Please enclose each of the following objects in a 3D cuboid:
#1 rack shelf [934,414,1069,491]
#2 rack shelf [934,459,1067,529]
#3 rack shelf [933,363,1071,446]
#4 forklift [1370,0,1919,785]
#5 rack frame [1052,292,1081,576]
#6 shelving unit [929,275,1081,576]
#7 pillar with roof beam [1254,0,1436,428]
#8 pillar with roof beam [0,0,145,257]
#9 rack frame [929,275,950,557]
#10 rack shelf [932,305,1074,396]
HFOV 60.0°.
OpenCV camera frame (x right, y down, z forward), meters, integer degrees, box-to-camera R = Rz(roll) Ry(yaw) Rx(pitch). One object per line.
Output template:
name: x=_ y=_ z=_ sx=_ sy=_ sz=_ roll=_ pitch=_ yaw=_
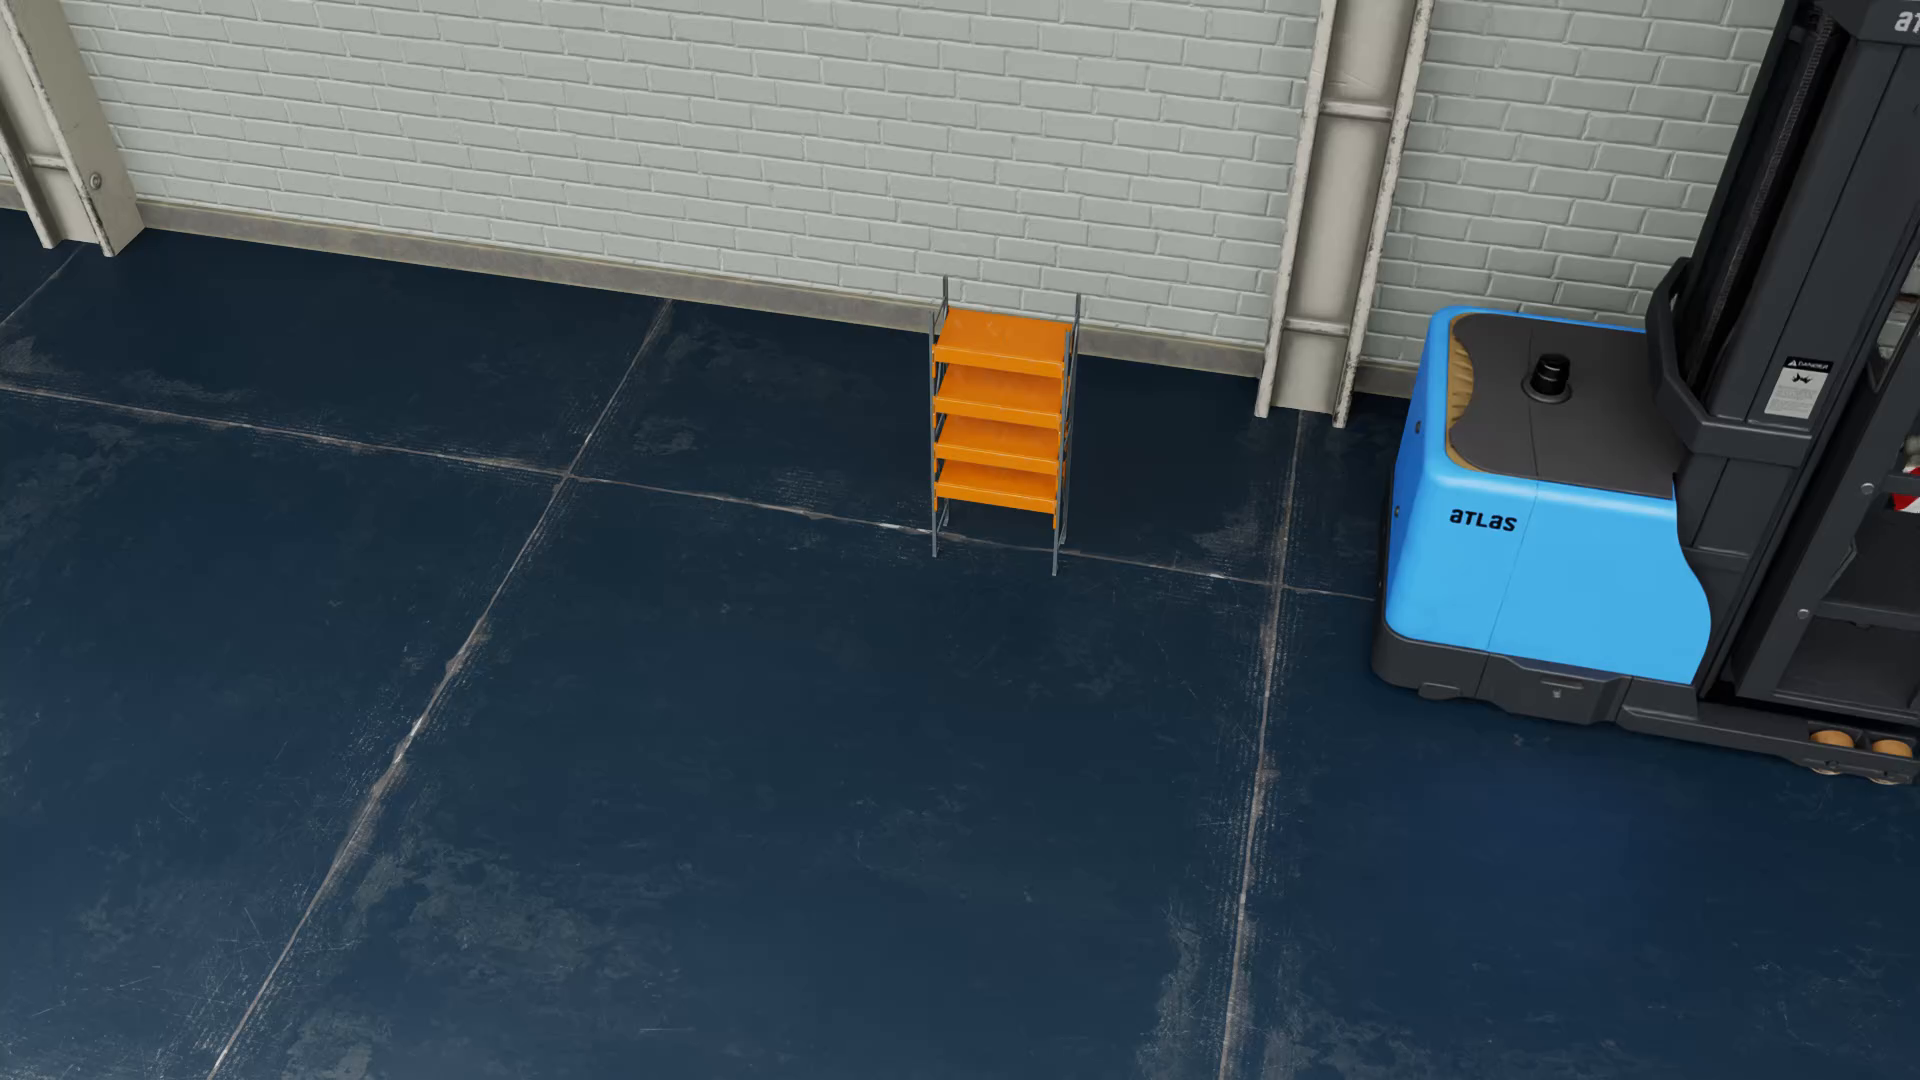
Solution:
rack shelf: x=0.162 y=-0.359 z=6.355 sx=0.480 sy=0.148 sz=0.258 roll=9 pitch=45 yaw=9
rack shelf: x=0.162 y=-0.216 z=6.492 sx=0.480 sy=0.148 sz=0.258 roll=9 pitch=45 yaw=9
rack shelf: x=0.162 y=-0.520 z=6.199 sx=0.480 sy=0.148 sz=0.258 roll=9 pitch=45 yaw=9
forklift: x=3.096 y=-0.603 z=5.263 sx=3.031 sy=2.935 sz=1.130 roll=9 pitch=45 yaw=9
rack frame: x=0.400 y=-0.370 z=6.269 sx=0.015 sy=1.200 sz=0.240 roll=9 pitch=45 yaw=9
shelving unit: x=0.162 y=-0.407 z=6.308 sx=0.503 sy=1.200 sz=0.258 roll=9 pitch=45 yaw=9
pillar with roof beam: x=0.582 y=-0.949 z=1.247 sx=0.400 sy=9.000 sz=9.100 roll=9 pitch=45 yaw=9
pillar with roof beam: x=-5.273 y=-1.858 z=2.191 sx=0.400 sy=9.000 sz=9.100 roll=9 pitch=45 yaw=9
rack frame: x=-0.077 y=-0.444 z=6.346 sx=0.015 sy=1.200 sz=0.240 roll=9 pitch=45 yaw=9
rack shelf: x=0.162 y=-0.690 z=6.035 sx=0.480 sy=0.148 sz=0.258 roll=9 pitch=45 yaw=9
